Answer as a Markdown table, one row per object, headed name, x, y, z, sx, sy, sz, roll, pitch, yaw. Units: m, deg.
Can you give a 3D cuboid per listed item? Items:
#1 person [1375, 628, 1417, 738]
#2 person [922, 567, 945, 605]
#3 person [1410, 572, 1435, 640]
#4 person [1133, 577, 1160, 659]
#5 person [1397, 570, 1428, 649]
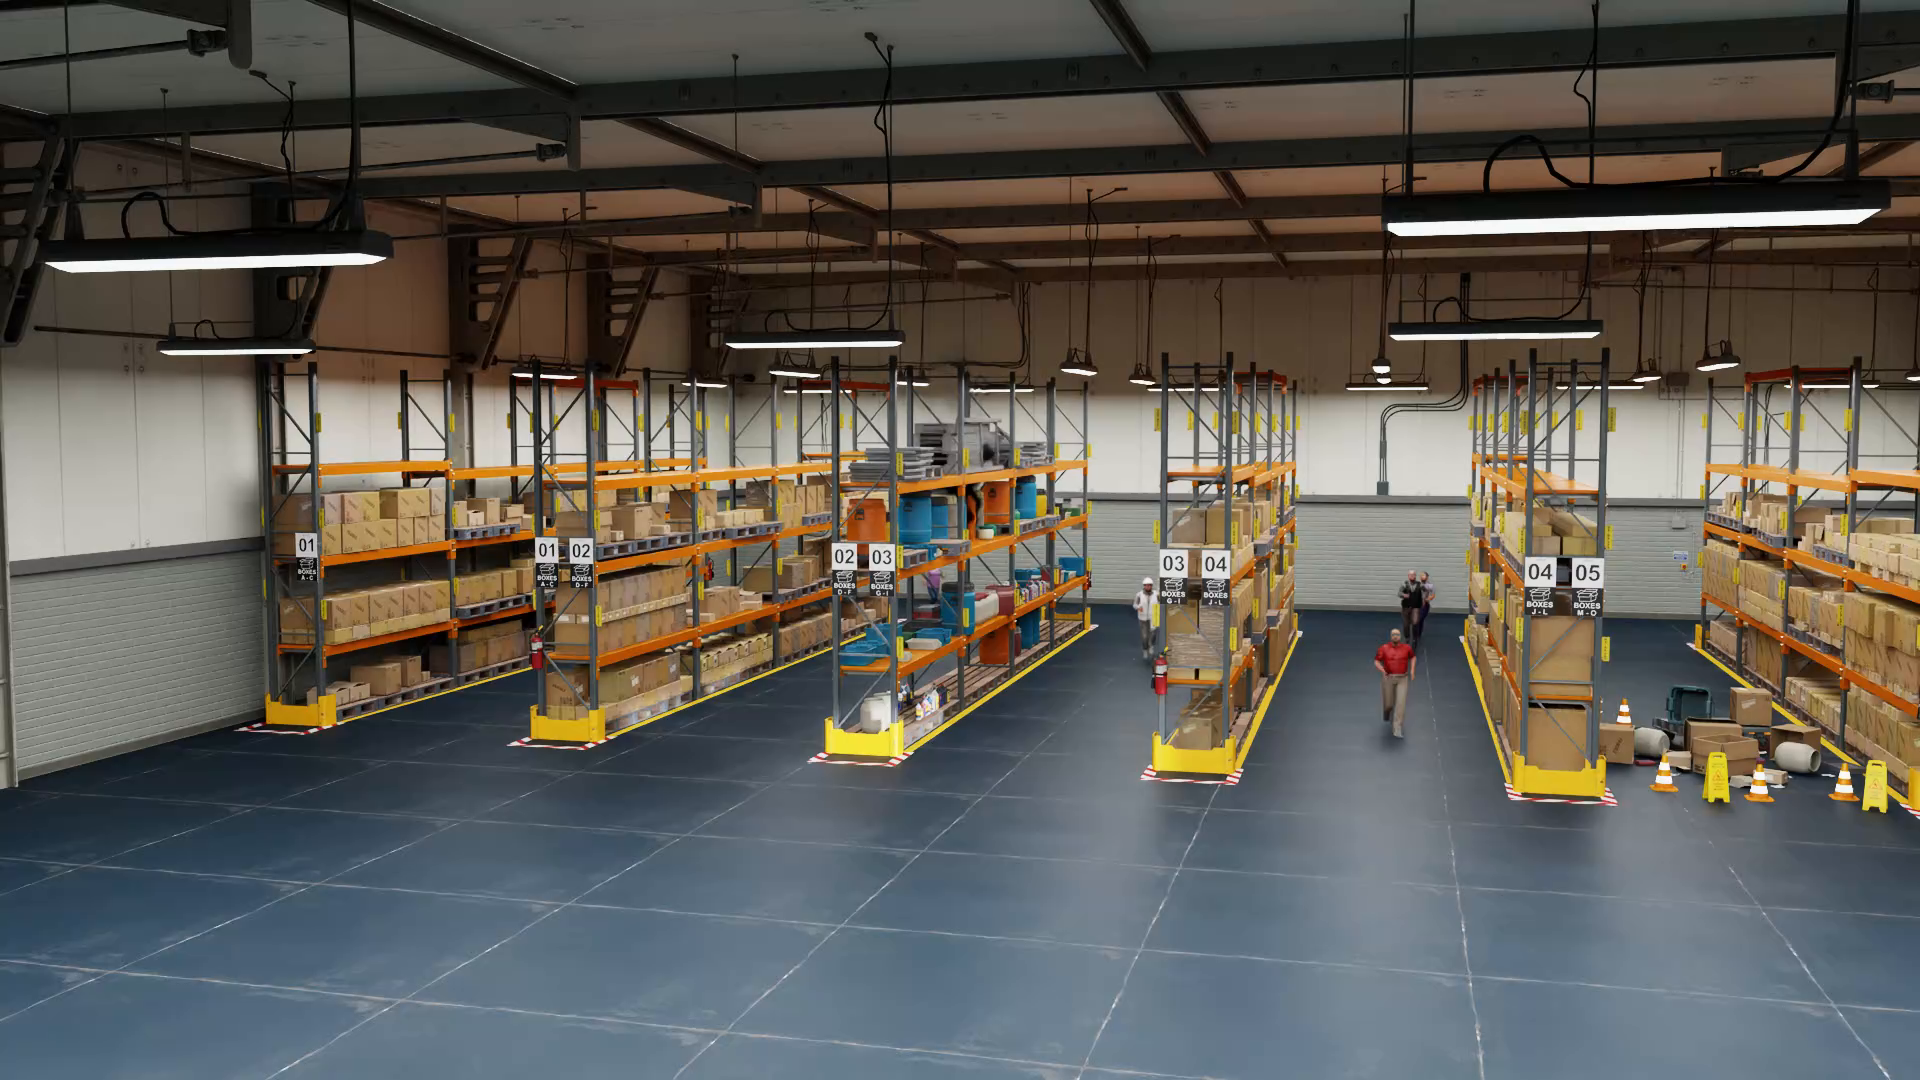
| name | x | y | z | sx | sy | sz | roll | pitch | yaw |
| --- | --- | --- | --- | --- | --- | --- | --- | --- | --- |
| person | 7.039 | 2.278 | 26.846 | 0.678 | 1.702 | 0.895 | 1 | 4 | 9 |
| person | -0.667 | 1.222 | 42.421 | 0.562 | 1.615 | 0.801 | -2 | 4 | -21 |
| person | 10.644 | 1.519 | 38.345 | 0.615 | 1.596 | 0.512 | 3 | 5 | 40 |
| person | 3.918 | 1.637 | 34.702 | 0.610 | 1.741 | 0.922 | 1 | 4 | 12 |
| person | 10.053 | 1.547 | 36.981 | 0.657 | 1.736 | 0.744 | 1 | 4 | 19 |
